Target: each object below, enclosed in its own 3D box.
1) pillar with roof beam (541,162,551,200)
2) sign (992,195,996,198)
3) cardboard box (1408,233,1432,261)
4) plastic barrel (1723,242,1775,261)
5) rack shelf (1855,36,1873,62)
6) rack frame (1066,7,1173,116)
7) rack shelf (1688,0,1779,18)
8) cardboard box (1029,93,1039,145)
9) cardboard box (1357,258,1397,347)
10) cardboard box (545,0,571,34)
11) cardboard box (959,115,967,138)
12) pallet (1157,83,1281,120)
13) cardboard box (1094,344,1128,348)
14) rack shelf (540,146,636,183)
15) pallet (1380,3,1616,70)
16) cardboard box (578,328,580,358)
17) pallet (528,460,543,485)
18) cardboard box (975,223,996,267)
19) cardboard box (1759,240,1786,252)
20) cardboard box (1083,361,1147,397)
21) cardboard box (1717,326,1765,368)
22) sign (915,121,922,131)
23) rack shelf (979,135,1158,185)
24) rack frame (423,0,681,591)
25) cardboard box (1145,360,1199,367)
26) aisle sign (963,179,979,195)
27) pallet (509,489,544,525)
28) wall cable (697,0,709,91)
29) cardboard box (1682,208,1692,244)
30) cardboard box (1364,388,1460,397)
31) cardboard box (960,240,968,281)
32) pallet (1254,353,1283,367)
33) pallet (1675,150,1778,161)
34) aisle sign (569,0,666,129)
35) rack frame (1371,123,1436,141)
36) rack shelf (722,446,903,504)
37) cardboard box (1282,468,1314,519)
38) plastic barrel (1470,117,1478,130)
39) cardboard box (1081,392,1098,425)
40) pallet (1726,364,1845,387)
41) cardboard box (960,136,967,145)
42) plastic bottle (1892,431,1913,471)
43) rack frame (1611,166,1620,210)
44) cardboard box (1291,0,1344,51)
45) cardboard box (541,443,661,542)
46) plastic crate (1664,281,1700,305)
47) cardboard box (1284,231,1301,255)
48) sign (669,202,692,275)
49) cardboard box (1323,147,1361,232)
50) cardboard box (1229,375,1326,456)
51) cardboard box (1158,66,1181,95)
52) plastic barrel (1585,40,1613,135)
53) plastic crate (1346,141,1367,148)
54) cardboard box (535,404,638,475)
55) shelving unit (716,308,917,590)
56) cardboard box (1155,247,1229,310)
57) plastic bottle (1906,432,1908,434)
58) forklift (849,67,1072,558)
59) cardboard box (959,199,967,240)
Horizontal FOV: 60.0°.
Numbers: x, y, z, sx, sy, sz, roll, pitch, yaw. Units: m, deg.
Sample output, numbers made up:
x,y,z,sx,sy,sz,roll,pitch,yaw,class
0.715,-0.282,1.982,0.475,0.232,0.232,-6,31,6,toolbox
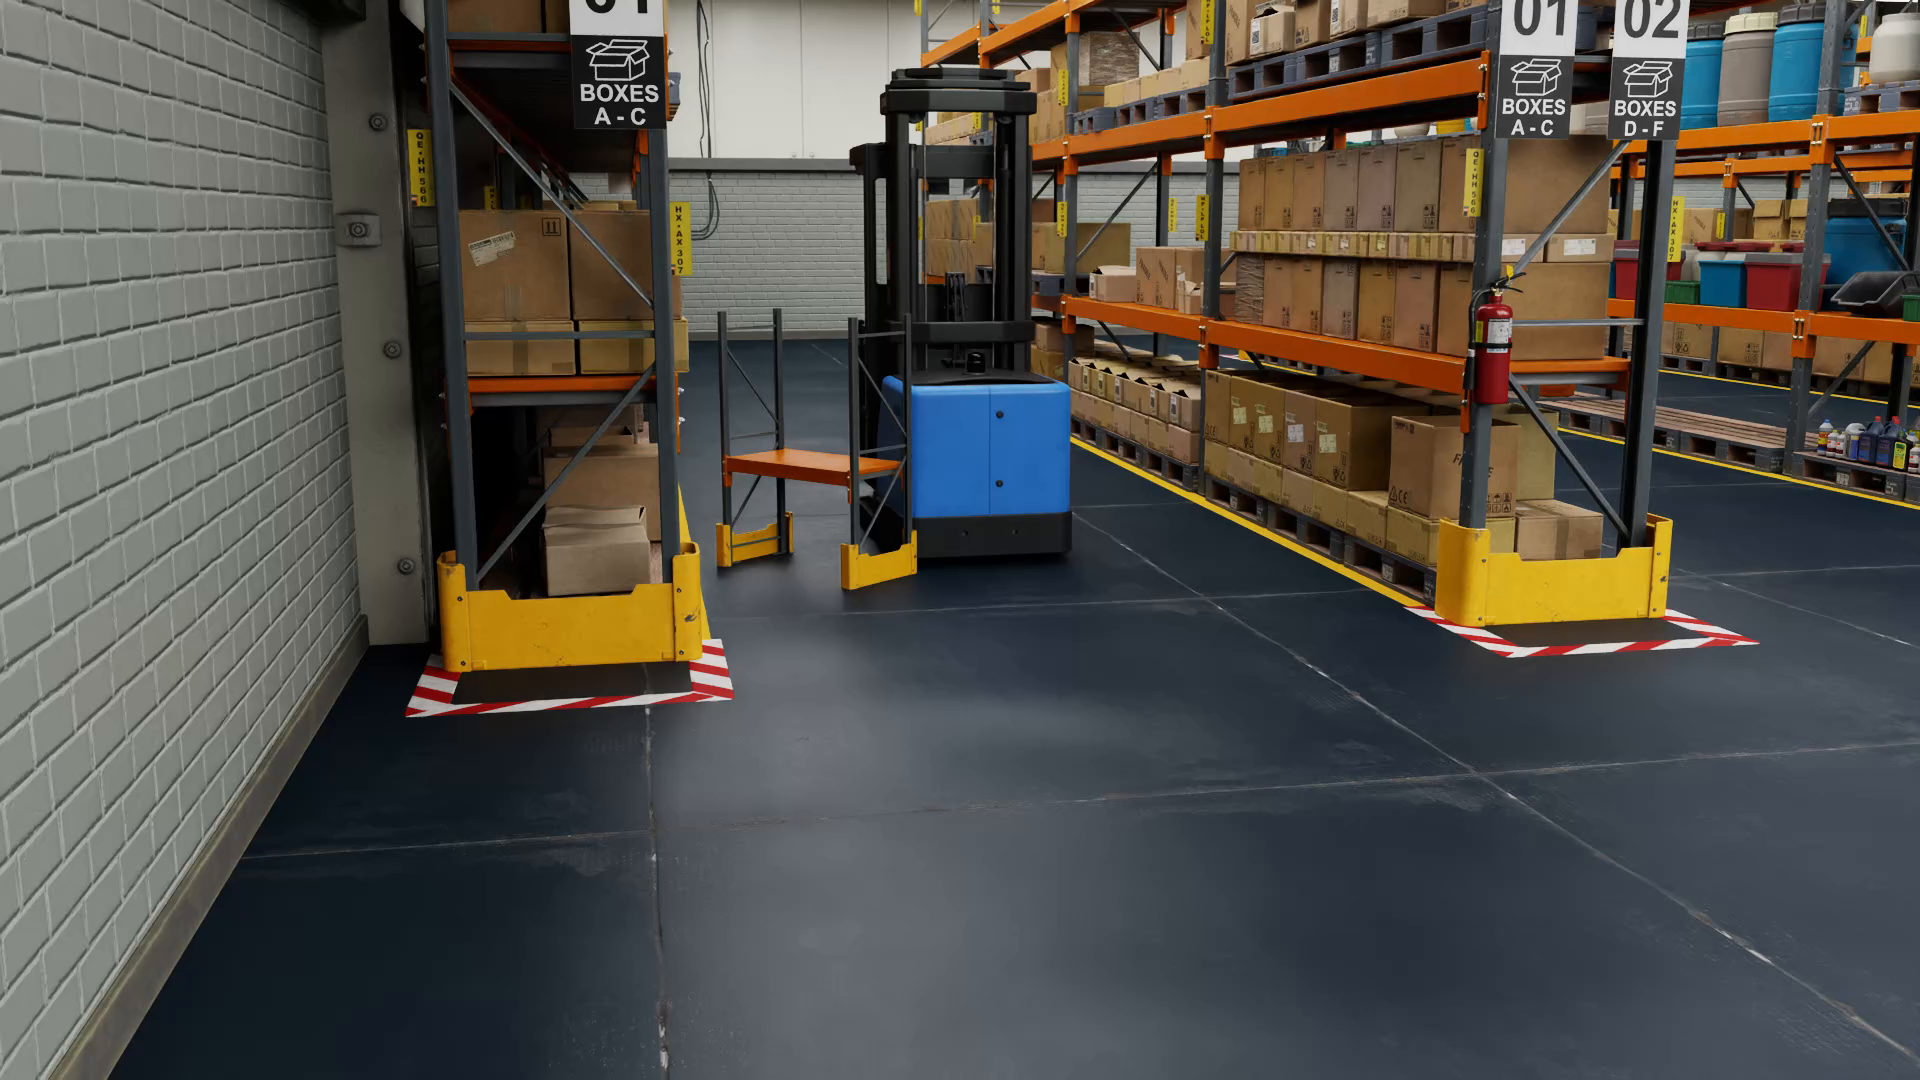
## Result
x,y,z,sx,sy,sz,roll,pitch,yaw,class
-2.055,-7.412,25.571,9.100,9.000,0.400,-2,11,-11,pillar with roof beam
0.503,-4.766,23.772,0.100,0.325,0.005,-2,11,-11,sign
2.703,-1.617,9.165,0.380,0.149,0.250,-2,11,-12,cardboard box
7.034,-2.389,14.861,0.433,0.535,0.433,0,11,0,plastic barrel
10.839,-5.682,19.474,1.077,0.370,4.000,-2,11,-11,rack shelf
1.511,-5.505,15.553,1.000,3.000,0.127,-2,11,-11,rack frame
6.759,-4.768,14.673,1.077,0.370,4.000,-2,11,-11,rack shelf
1.192,-4.348,17.231,0.910,0.500,0.500,-2,11,-11,cardboard box
2.791,-1.413,9.833,0.700,0.500,0.500,-2,11,-11,cardboard box
-1.612,-2.513,7.534,0.500,0.500,0.500,-2,11,-10,cardboard box
0.278,-5.108,20.554,0.500,0.250,0.500,-2,11,-11,cardboard box
2.104,-3.365,12.845,0.805,0.209,1.217,-3,11,-13,pallet
1.502,-1.828,17.788,0.500,0.500,0.500,-2,11,-12,cardboard box
-3.737,-3.864,16.878,1.077,0.370,4.000,-2,11,-11,rack shelf
2.954,-2.652,8.819,1.003,0.211,1.213,-2,11,-11,pallet
-2.184,-1.020,8.379,0.500,0.250,0.500,-2,11,-9,cardboard box
-2.723,-0.417,12.320,1.003,0.211,1.213,-2,11,-11,pallet
0.605,-3.452,19.421,0.700,0.500,0.500,-6,12,-30,cardboard box
10.393,-3.515,20.873,0.500,0.500,0.500,-2,11,-11,cardboard box
1.435,-1.486,15.214,0.500,0.311,0.500,-2,11,-12,cardboard box
10.595,-2.697,21.404,1.225,0.875,0.875,-2,11,-11,cardboard box
-0.578,-5.908,23.357,0.100,0.325,0.005,-2,11,-11,sign
1.122,-4.045,17.828,1.077,0.370,4.000,-2,11,-11,rack shelf
-1.792,-0.910,7.455,1.000,3.000,0.127,-2,11,-11,rack frame
1.961,-1.507,15.322,0.500,0.311,0.500,-2,11,-12,cardboard box
0.242,-5.326,23.704,0.394,0.787,0.004,-2,11,-11,aisle sign
-2.405,-0.152,10.930,1.003,0.211,1.213,-2,11,-11,pallet
-3.000,-8.896,28.165,3.097,2.526,0.112,-2,11,-11,wall cable
10.005,-4.259,22.649,0.500,0.500,0.500,-2,11,-10,cardboard box
2.891,-0.696,10.558,0.500,0.500,0.500,-2,11,-11,cardboard box
0.282,-3.518,20.888,0.500,0.500,0.500,-2,11,-9,cardboard box
4.936,-2.682,24.224,1.003,0.211,1.213,-2,11,-11,pallet
10.302,-5.232,22.376,1.003,0.211,1.213,-2,11,-11,pallet
-1.484,-2.185,7.200,0.394,0.787,0.004,-2,11,-11,aisle sign
5.592,-6.418,20.350,1.000,3.000,0.127,-2,11,-11,rack frame
-0.841,-0.388,9.684,1.000,0.185,0.538,8,14,37,rack shelf
2.369,-0.309,10.526,0.500,0.250,0.500,-2,11,-11,cardboard box
5.877,-4.804,18.404,0.433,0.535,0.433,0,11,0,plastic barrel
1.423,-1.215,15.287,0.500,0.250,0.500,-2,11,-13,cardboard box
10.674,-2.143,21.389,1.003,0.211,1.213,-2,11,-11,pallet
0.290,-4.863,20.604,0.500,0.250,0.500,-2,11,-11,cardboard box
6.926,-0.656,12.209,0.061,0.283,0.133,-2,11,-8,plastic bottle
9.672,-4.385,25.712,1.000,3.000,0.127,-2,11,-11,rack frame
2.485,-3.317,10.306,0.797,0.503,0.637,-1,11,-5,cardboard box
-2.043,-0.269,9.597,0.700,0.500,0.500,-3,11,-15,cardboard box
6.532,-2.209,14.847,0.450,0.188,0.662,-2,11,-11,plastic crate
2.351,-1.949,10.910,0.380,0.149,0.250,-2,11,-13,cardboard box
-1.260,-1.355,7.478,0.100,0.325,0.005,-2,11,-11,sign
2.674,-2.154,10.252,0.700,0.500,0.500,-2,11,-11,cardboard box
2.177,-0.861,11.420,0.500,0.500,0.500,-2,11,-11,cardboard box
1.977,-3.784,13.808,0.500,0.250,0.500,-3,11,-16,cardboard box
6.317,-4.299,15.897,0.600,0.901,0.600,0,11,0,plastic barrel
5.102,-5.018,21.463,0.416,0.233,0.300,-2,11,-11,plastic crate
-2.729,-0.766,12.208,0.700,0.500,0.500,-2,11,-9,cardboard box
-0.848,-0.565,9.656,1.083,1.500,0.587,8,14,37,shelving unit
1.955,-2.203,13.984,0.500,0.500,0.500,-2,11,-11,cardboard box
7.524,-0.790,13.133,0.097,0.201,0.097,0,11,0,plastic bottle
-0.126,-1.555,11.029,1.130,2.935,3.031,-2,11,-11,forklift
0.278,-4.009,20.797,0.500,0.500,0.500,-2,11,-12,cardboard box
